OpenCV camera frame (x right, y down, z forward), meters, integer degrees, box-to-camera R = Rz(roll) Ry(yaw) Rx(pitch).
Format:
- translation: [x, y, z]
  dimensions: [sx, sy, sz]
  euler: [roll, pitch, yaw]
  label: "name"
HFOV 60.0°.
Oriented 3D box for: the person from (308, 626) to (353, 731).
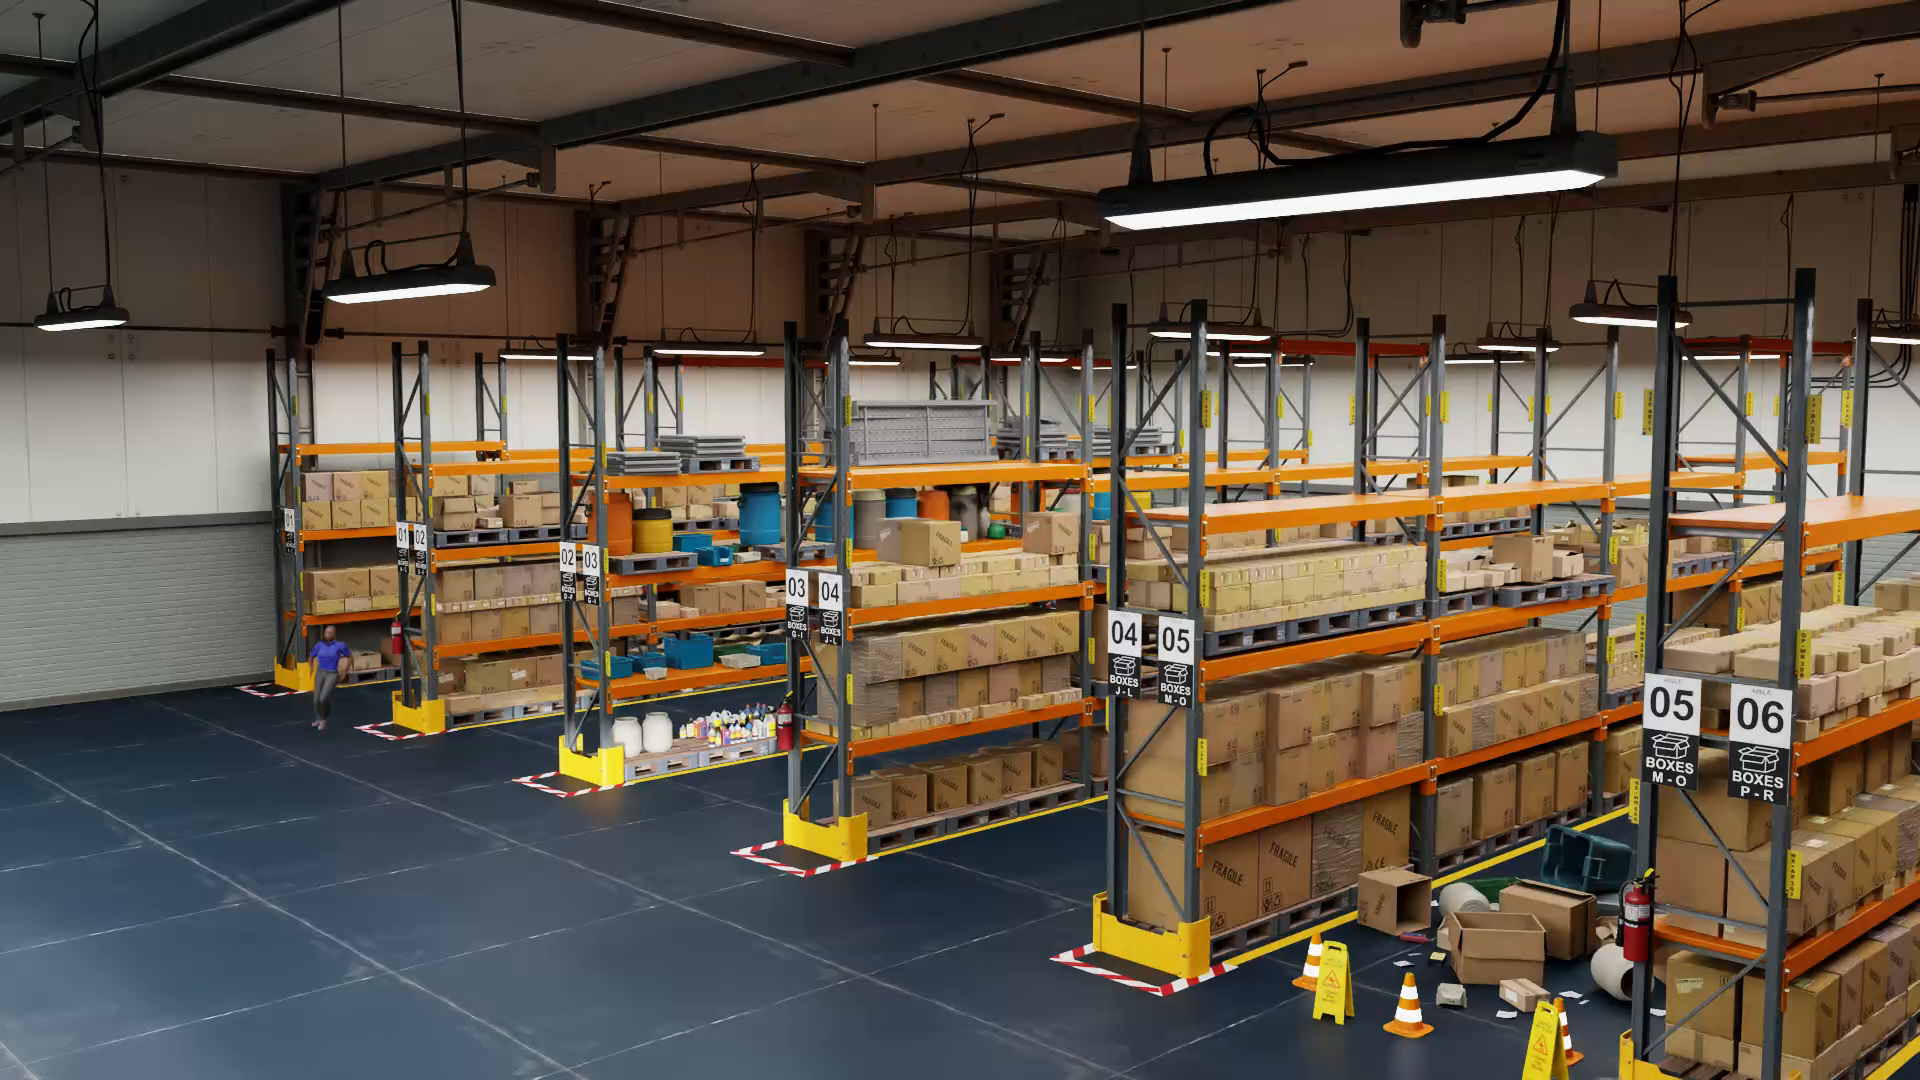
- translation: [-9.789, 2.139, 25.761]
  dimensions: [0.648, 1.632, 0.613]
  euler: [0, 5, 3]
  label: "person"
